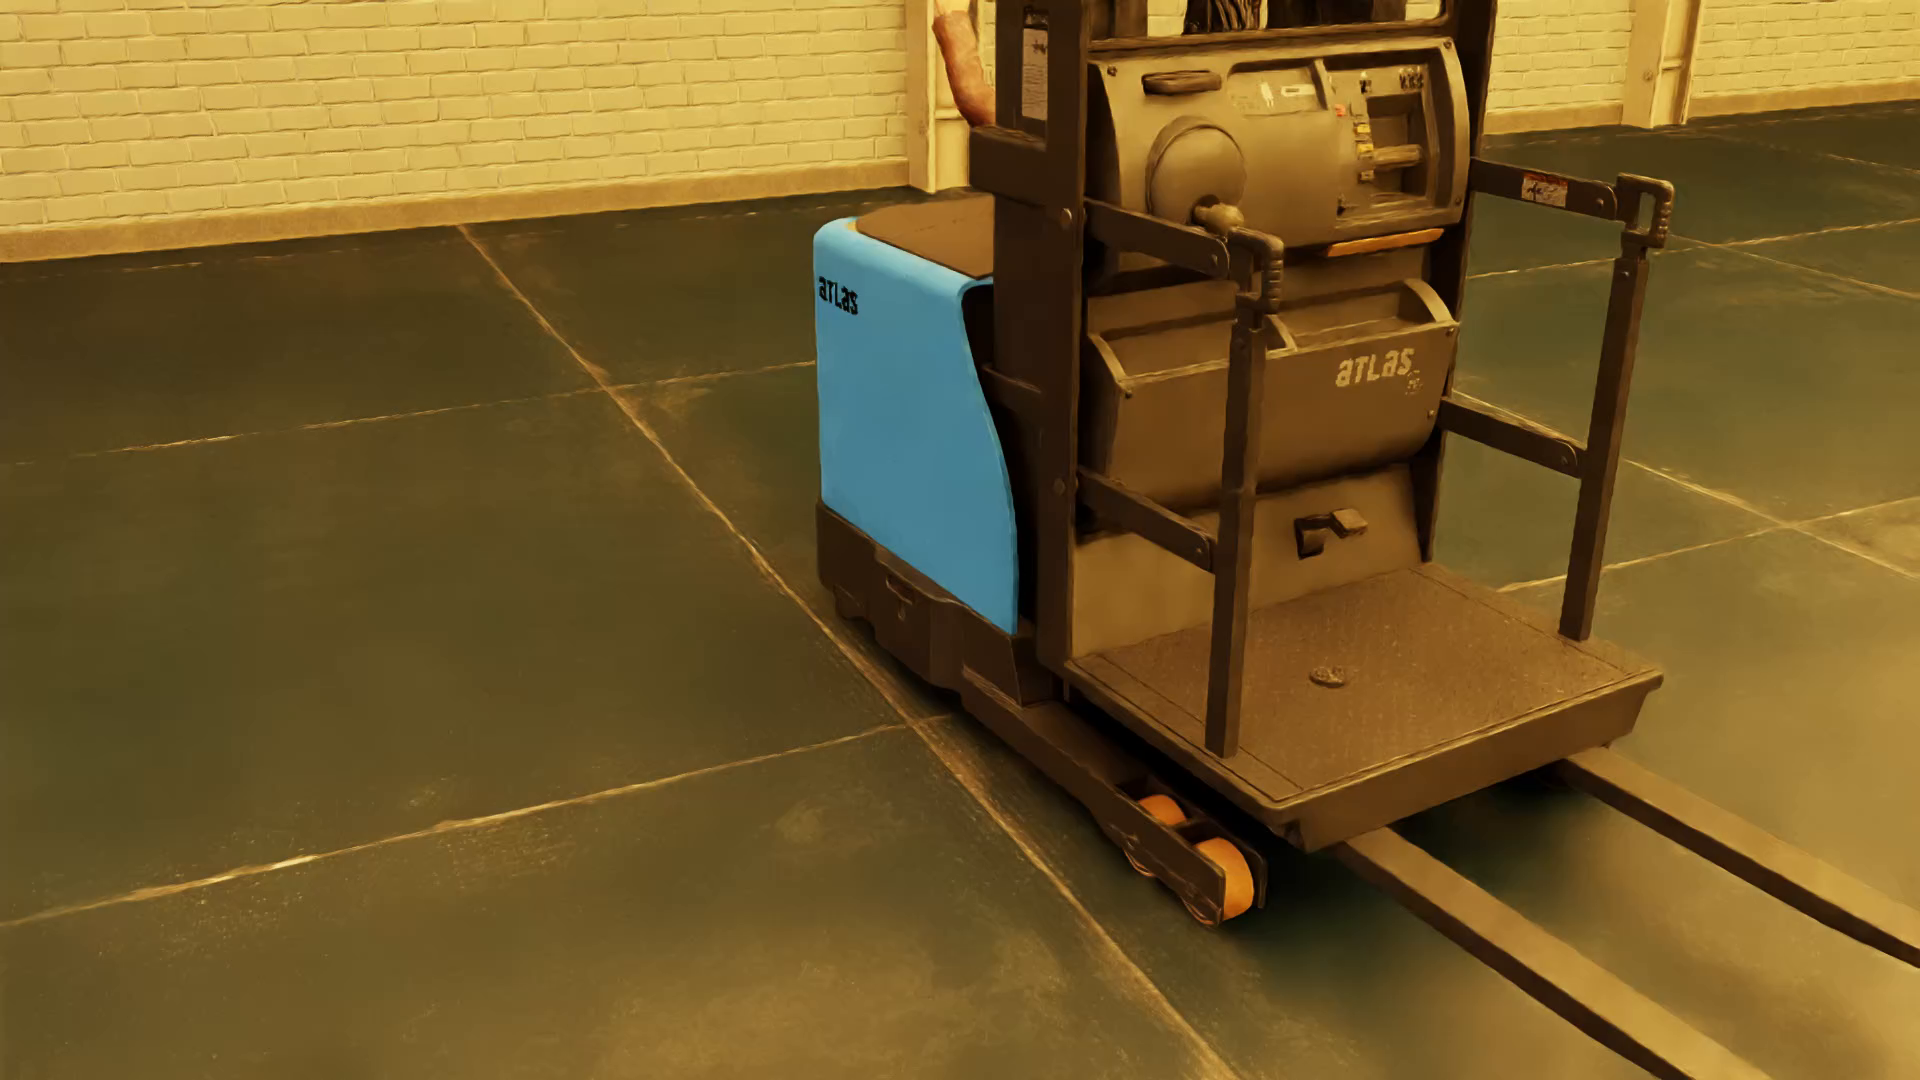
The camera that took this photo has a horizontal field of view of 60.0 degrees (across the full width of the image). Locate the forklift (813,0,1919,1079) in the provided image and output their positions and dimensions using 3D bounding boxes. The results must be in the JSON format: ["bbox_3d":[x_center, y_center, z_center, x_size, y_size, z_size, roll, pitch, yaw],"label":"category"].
[{"bbox_3d":[0.788,-0.799,3.209,1.130,2.935,3.031,-13,26,-28],"label":"forklift"}]

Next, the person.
[{"bbox_3d":[0.399,-0.941,5.196,1.104,1.728,0.805,17,28,36],"label":"person"}]
